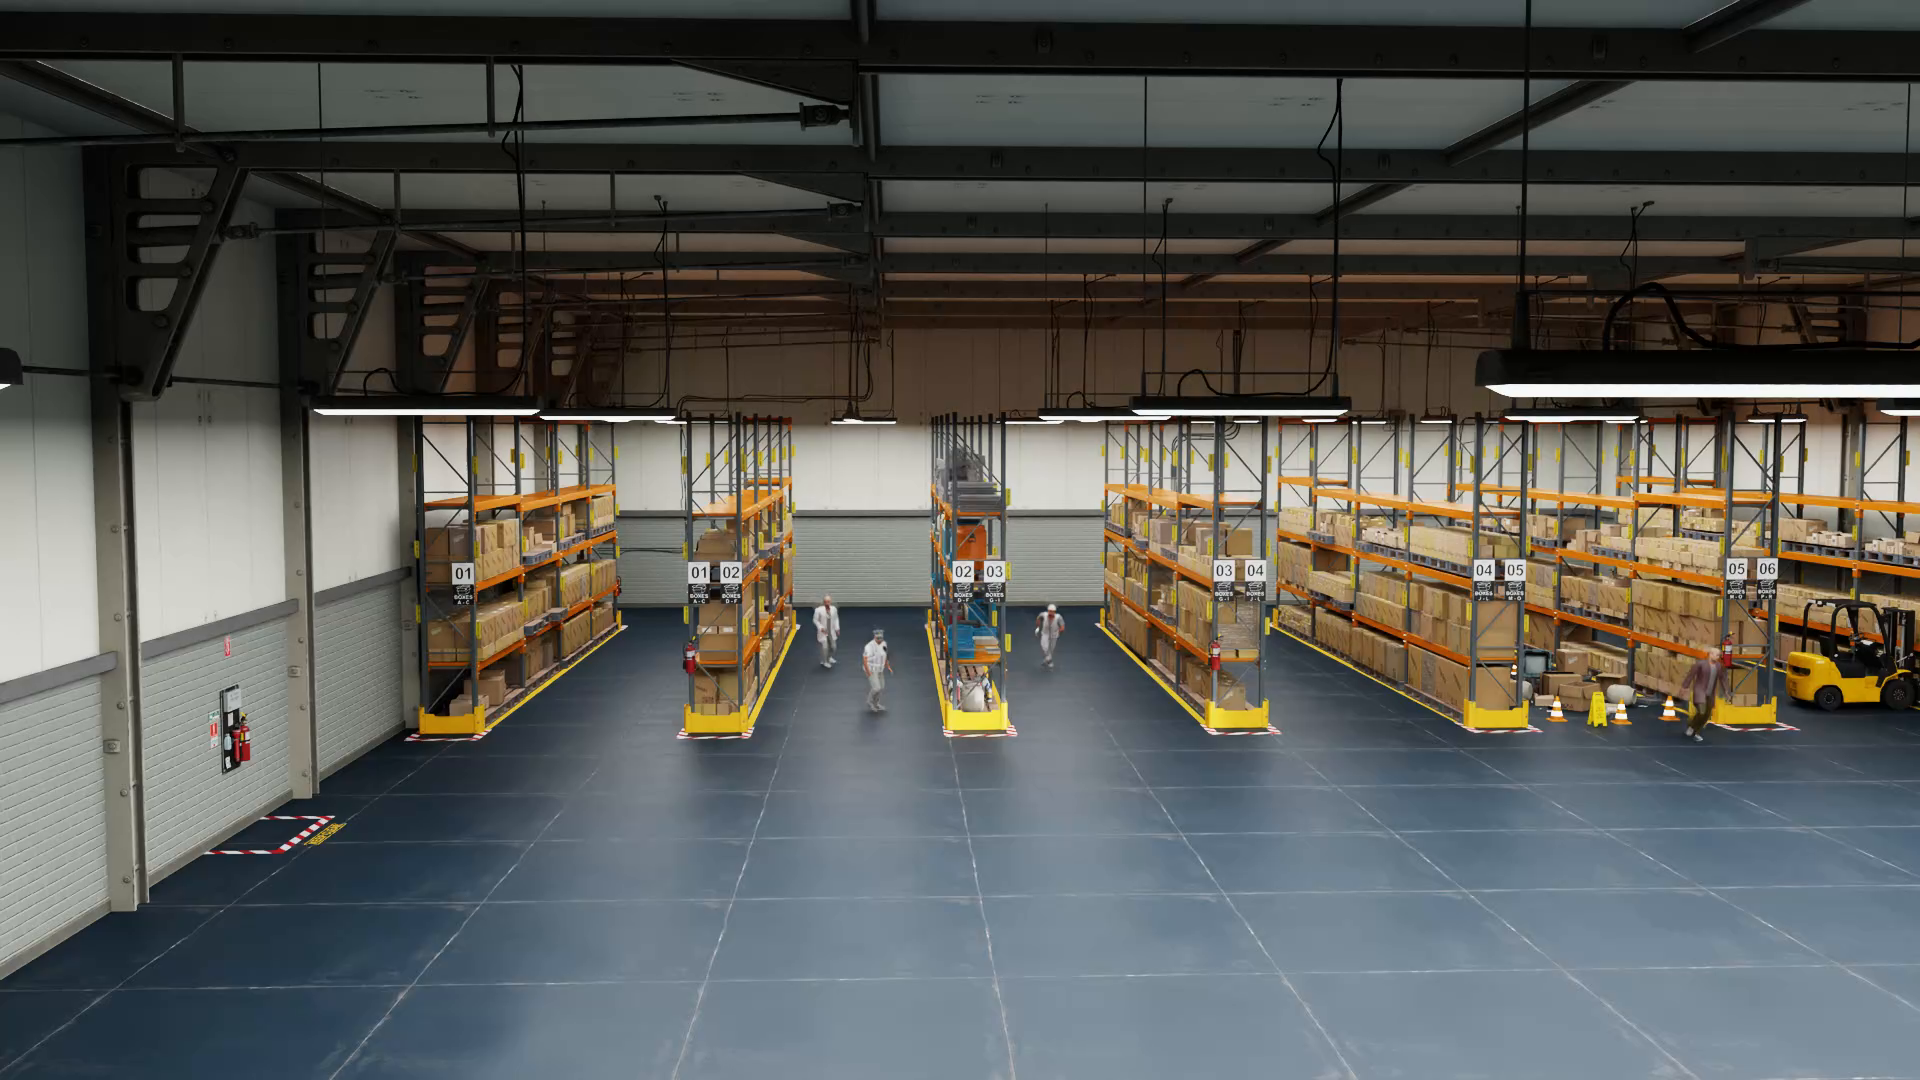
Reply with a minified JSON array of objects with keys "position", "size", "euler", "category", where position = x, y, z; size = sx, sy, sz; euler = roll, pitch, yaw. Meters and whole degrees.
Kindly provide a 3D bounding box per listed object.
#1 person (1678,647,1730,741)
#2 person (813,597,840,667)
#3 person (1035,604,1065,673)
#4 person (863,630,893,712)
[{"position":[13.554,2.802,30.227],"size":[0.698,1.740,0.701],"euler":[-1,4,-15],"category":"person"},{"position":[-3.220,2.181,39.642],"size":[0.681,1.710,0.793],"euler":[-2,4,-26],"category":"person"},{"position":[2.103,2.267,39.064],"size":[0.679,1.610,1.114],"euler":[0,4,-1],"category":"person"},{"position":[-1.694,2.625,33.449],"size":[0.615,1.669,0.670],"euler":[3,5,40],"category":"person"}]
